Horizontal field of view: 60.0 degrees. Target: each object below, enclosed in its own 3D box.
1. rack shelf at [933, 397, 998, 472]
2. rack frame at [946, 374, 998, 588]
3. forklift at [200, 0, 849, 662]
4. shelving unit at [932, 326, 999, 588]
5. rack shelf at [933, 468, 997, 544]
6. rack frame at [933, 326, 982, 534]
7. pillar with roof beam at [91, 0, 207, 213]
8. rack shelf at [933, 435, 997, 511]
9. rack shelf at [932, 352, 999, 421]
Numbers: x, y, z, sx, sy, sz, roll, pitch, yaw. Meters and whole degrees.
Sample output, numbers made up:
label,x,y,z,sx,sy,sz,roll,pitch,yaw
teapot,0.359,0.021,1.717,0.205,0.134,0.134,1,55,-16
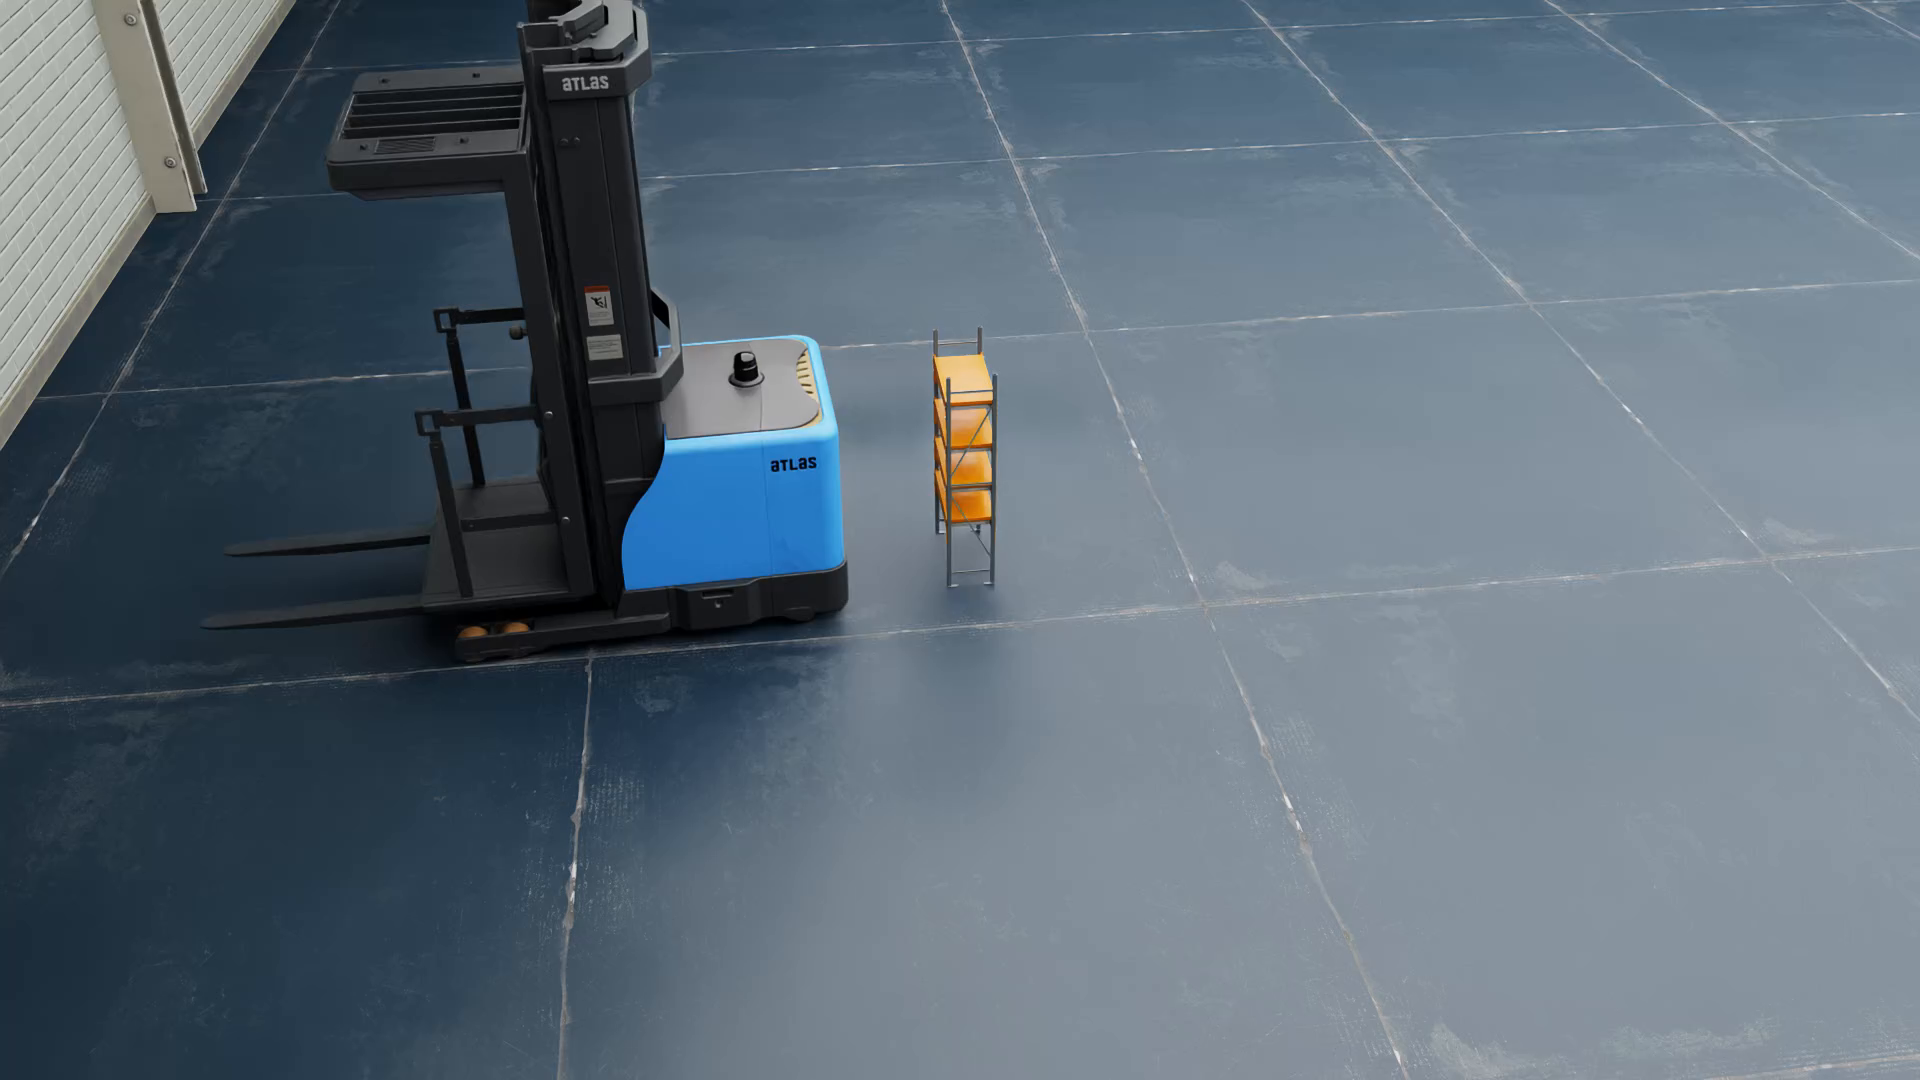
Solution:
label,x,y,z,sx,sy,sz,roll,pitch,yaw
rack shelf,0.022,-0.533,8.188,0.258,0.148,0.480,-4,35,-6
rack frame,0.055,-0.267,8.077,0.240,1.200,0.015,-4,35,-6
forklift,-2.116,-0.955,7.549,3.031,2.935,1.130,-6,35,-8
shelving unit,0.022,-0.403,8.277,0.258,1.200,0.503,-4,35,-6
rack shelf,0.022,-0.184,8.426,0.258,0.148,0.480,-4,35,-6
rack frame,-0.011,-0.540,8.476,0.240,1.200,0.015,-4,35,-6
pillar with roof beam,-1.585,-6.583,10.419,9.100,9.000,0.400,-4,35,-6
rack shelf,0.022,-0.348,8.314,0.258,0.148,0.480,-4,35,-6
rack shelf,0.022,-0.728,8.055,0.258,0.148,0.480,-4,35,-6
